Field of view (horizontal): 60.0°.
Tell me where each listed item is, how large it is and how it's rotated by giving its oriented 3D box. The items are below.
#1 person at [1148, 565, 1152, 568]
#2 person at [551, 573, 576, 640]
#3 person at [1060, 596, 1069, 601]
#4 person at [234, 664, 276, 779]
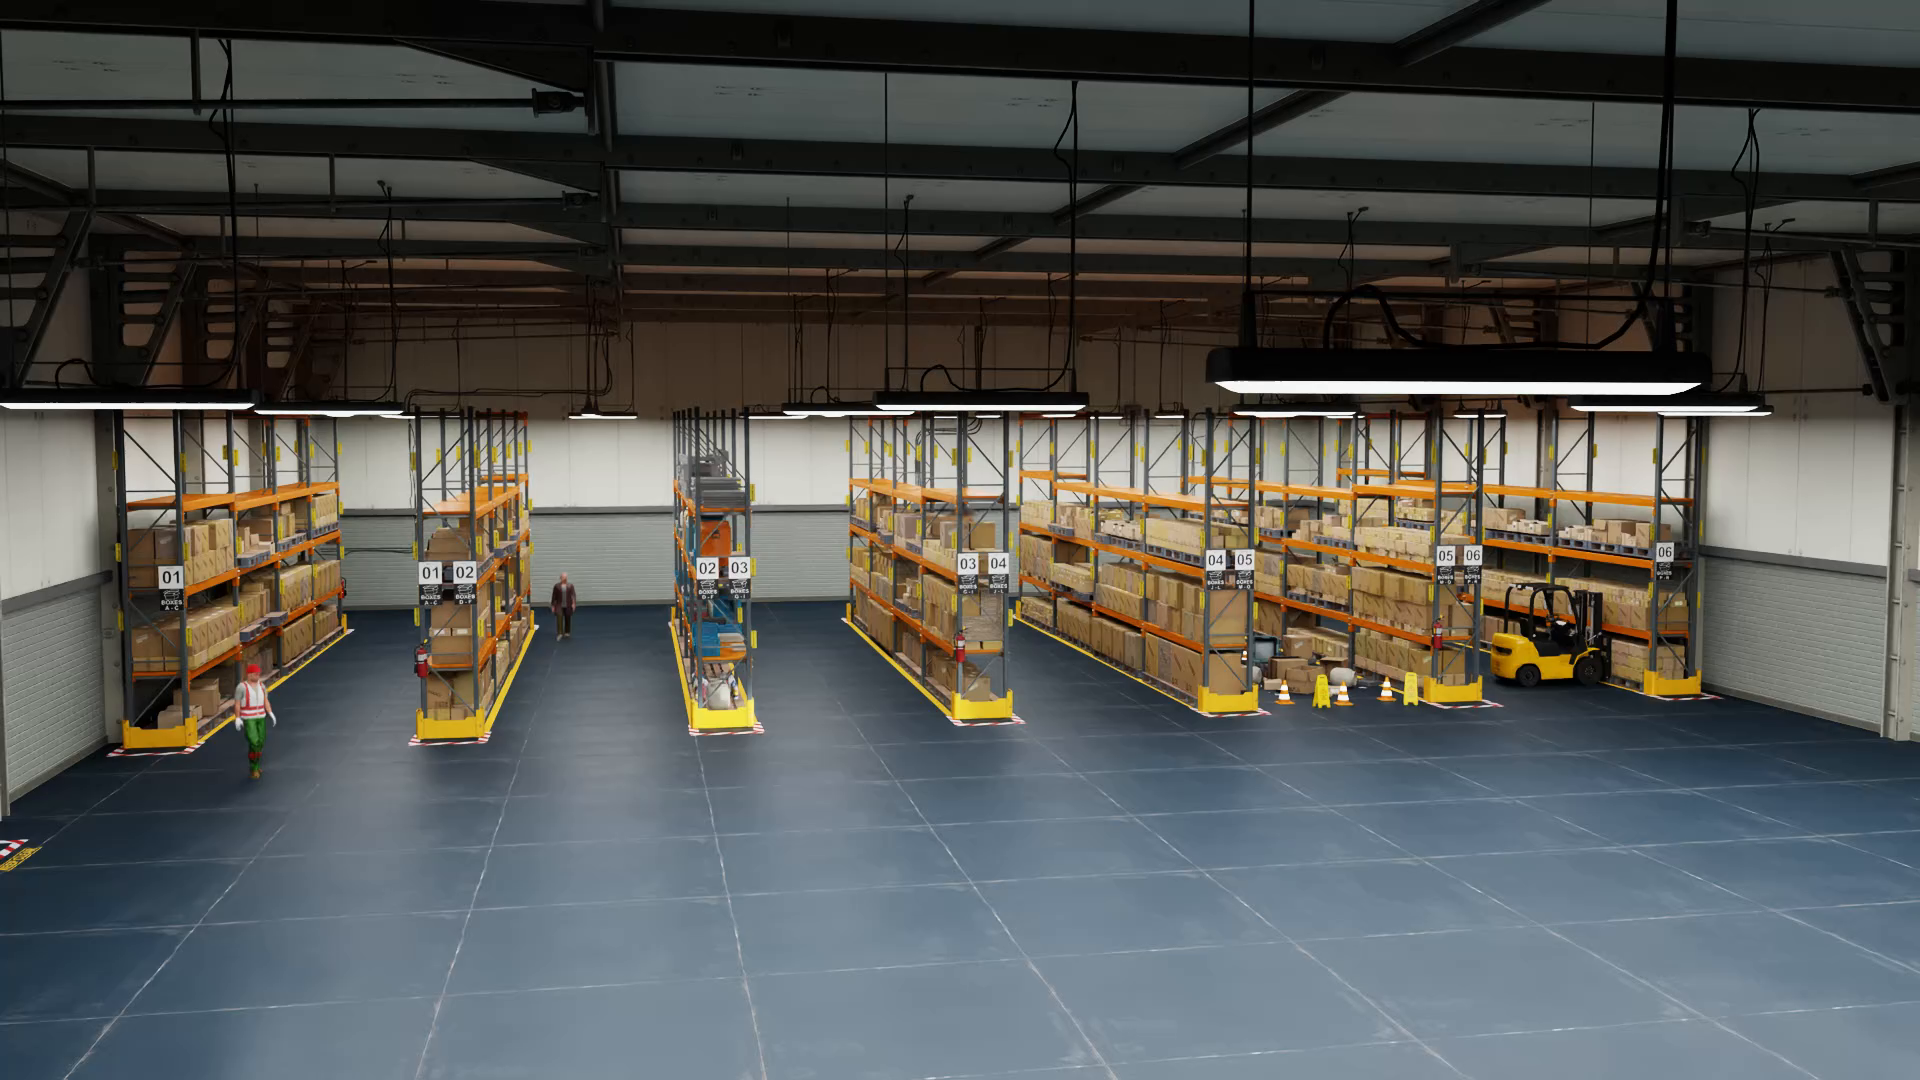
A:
[{"bbox_3d":[5.481,1.489,48.294,0.804,1.554,0.468,1,4,15],"label":"person"},{"bbox_3d":[-10.402,1.732,43.627,0.655,1.717,1.115,-1,4,-15],"label":"person"},{"bbox_3d":[3.230,1.161,51.665,0.555,1.763,0.851,4,5,41],"label":"person"},{"bbox_3d":[-11.399,2.938,26.915,0.509,1.848,0.574,3,5,33],"label":"person"}]
